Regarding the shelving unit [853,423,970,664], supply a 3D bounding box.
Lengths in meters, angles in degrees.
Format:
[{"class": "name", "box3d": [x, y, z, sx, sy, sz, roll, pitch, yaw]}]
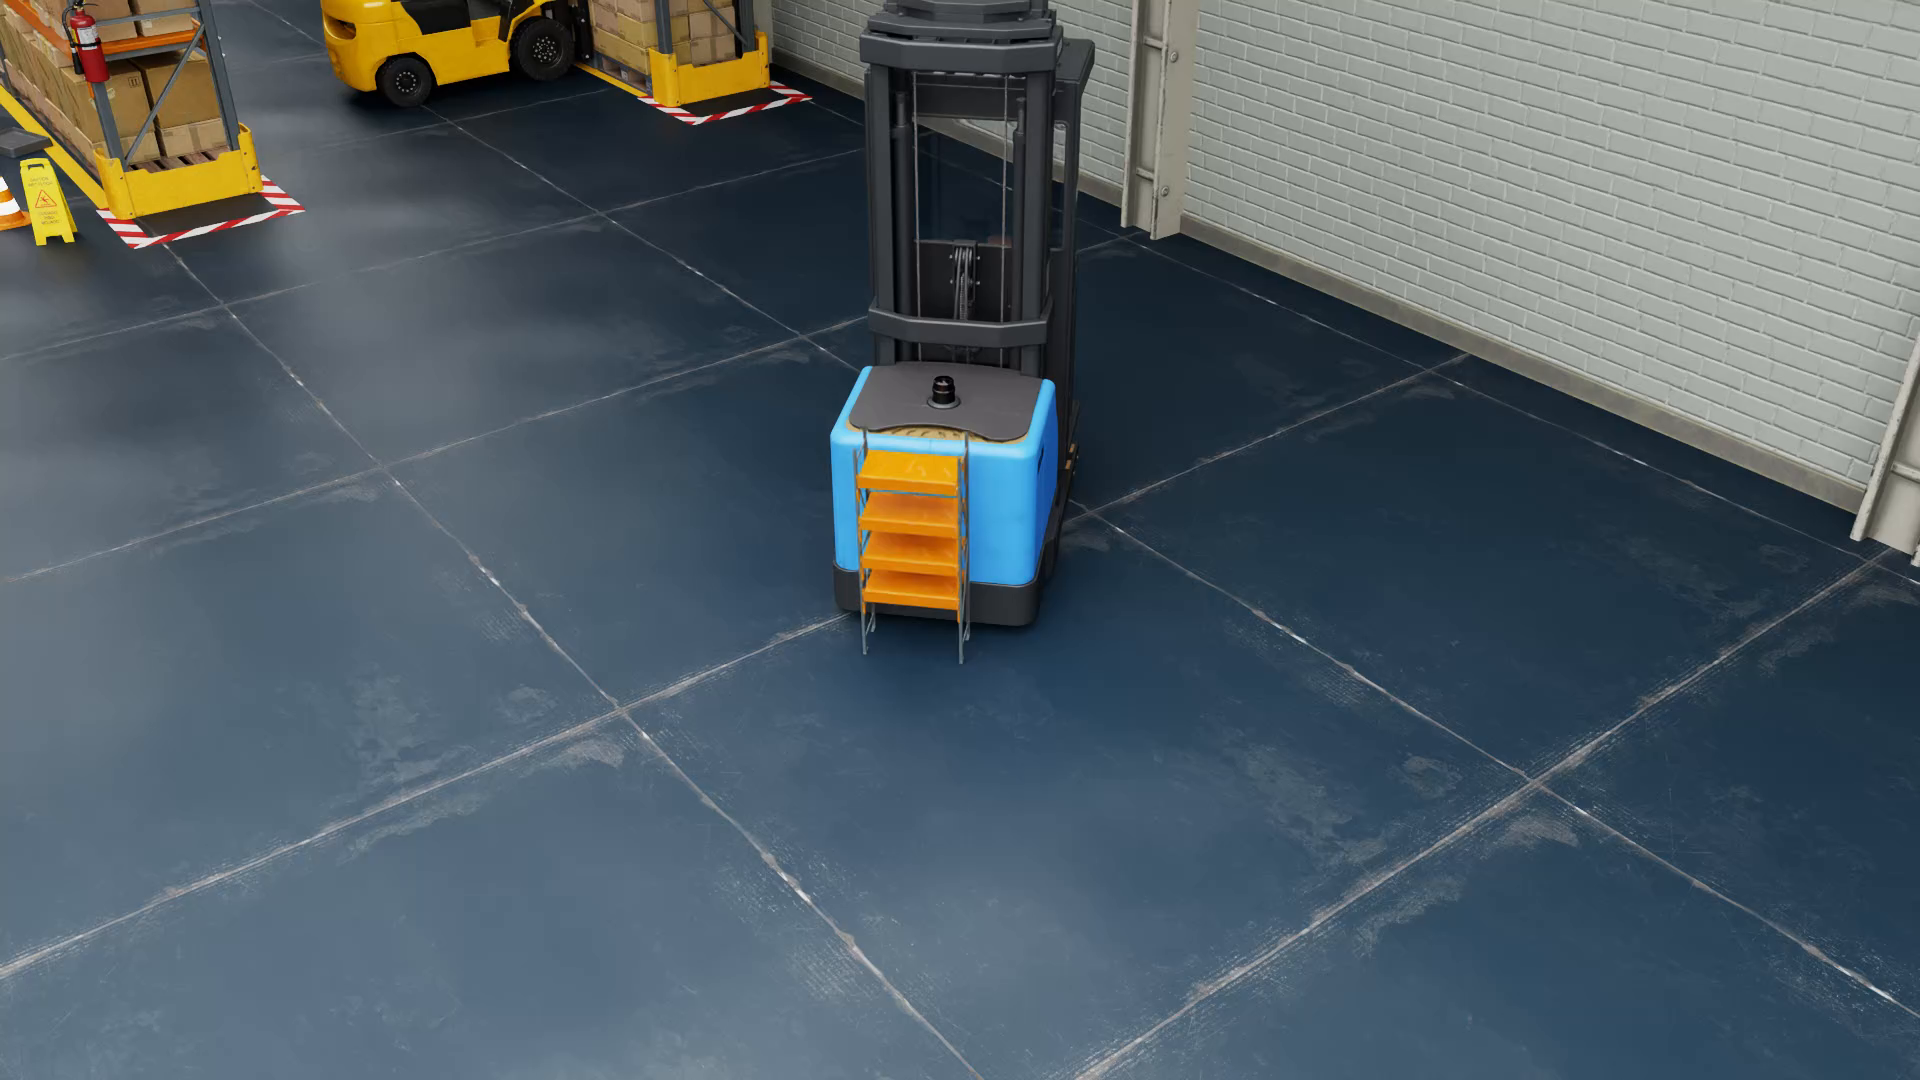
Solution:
[{"class": "shelving unit", "box3d": [-0.222, 0.033, 8.047, 0.503, 1.200, 0.258, 5, 35, 8]}]

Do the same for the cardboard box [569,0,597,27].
[{"class": "cardboard box", "box3d": [-3.619, -5.421, 16.870, 0.500, 0.250, 0.500, -23, 39, -32]}]

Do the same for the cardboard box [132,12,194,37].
[{"class": "cardboard box", "box3d": [-6.405, -4.170, 13.360, 0.380, 0.149, 0.250, -22, 38, -31]}]

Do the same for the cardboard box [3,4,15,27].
[{"class": "cardboard box", "box3d": [-8.318, -4.722, 14.892, 0.380, 0.149, 0.250, -21, 37, -30]}]

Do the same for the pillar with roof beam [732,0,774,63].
[{"class": "pillar with roof beam", "box3d": [-5.557, -7.414, 12.657, 9.100, 9.000, 0.400, -22, 38, -31]}]

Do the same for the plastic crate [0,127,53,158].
[{"class": "plastic crate", "box3d": [-8.498, -3.576, 14.931, 0.583, 0.080, 0.402, 18, 36, 27]}]

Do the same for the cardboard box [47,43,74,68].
[{"class": "cardboard box", "box3d": [-7.335, -4.054, 13.816, 0.380, 0.149, 0.250, -21, 38, -30]}]

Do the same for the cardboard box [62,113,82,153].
[{"class": "cardboard box", "box3d": [-7.379, -3.547, 14.326, 0.500, 0.250, 0.500, -22, 38, -31]}]

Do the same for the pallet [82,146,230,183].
[{"class": "pallet", "box3d": [-6.877, -3.266, 14.308, 1.003, 0.211, 1.213, -22, 38, -31]}]

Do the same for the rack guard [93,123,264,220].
[{"class": "rack guard", "box3d": [-6.406, -3.038, 13.668, 1.175, 0.500, 0.348, -22, 38, -31]}]

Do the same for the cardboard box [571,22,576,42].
[{"class": "cardboard box", "box3d": [-3.912, -5.411, 17.327, 0.500, 0.250, 0.500, -21, 38, -30]}]

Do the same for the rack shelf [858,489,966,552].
[{"class": "rack shelf", "box3d": [-0.223, -0.095, 7.959, 0.480, 0.148, 0.258, 5, 35, 8]}]

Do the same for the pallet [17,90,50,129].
[{"class": "pallet", "box3d": [-8.373, -4.283, 15.945, 1.003, 0.211, 1.213, -22, 38, -31]}]

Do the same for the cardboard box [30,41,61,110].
[{"class": "cardboard box", "box3d": [-7.684, -4.076, 14.467, 0.500, 0.500, 0.500, -23, 39, -32]}]

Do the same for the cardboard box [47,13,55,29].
[{"class": "cardboard box", "box3d": [-7.141, -4.232, 13.459, 0.380, 0.149, 0.250, -23, 39, -32]}]

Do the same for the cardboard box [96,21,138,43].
[{"class": "cardboard box", "box3d": [-6.758, -4.049, 13.164, 0.380, 0.149, 0.250, -21, 37, -30]}]

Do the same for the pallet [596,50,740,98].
[{"class": "pallet", "box3d": [-2.943, -4.797, 16.773, 1.003, 0.211, 1.213, -22, 38, -31]}]

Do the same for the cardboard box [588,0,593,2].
[{"class": "cardboard box", "box3d": [-3.605, -5.620, 16.716, 0.500, 0.250, 0.500, -22, 38, -31]}]

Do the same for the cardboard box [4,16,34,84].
[{"class": "cardboard box", "box3d": [-8.327, -4.512, 15.169, 0.500, 0.500, 0.500, -21, 37, -30]}]

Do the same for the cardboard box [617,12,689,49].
[{"class": "cardboard box", "box3d": [-2.987, -5.000, 16.192, 0.500, 0.250, 0.500, -23, 38, -32]}]

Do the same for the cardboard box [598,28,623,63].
[{"class": "cardboard box", "box3d": [-3.276, -4.990, 16.650, 0.500, 0.250, 0.500, -22, 38, -31]}]

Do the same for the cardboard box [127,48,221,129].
[{"class": "cardboard box", "box3d": [-6.651, -3.833, 14.076, 0.500, 0.500, 0.500, -24, 39, -33]}]

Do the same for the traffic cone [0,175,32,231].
[{"class": "traffic cone", "box3d": [-7.642, -2.753, 13.244, 0.336, 0.463, 0.334, -22, 38, -31]}]

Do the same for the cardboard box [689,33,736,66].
[{"class": "cardboard box", "box3d": [-2.588, -4.954, 16.592, 0.500, 0.250, 0.500, -22, 38, -31]}]

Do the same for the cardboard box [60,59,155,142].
[{"class": "cardboard box", "box3d": [-7.057, -3.647, 13.776, 0.500, 0.500, 0.500, -22, 38, -31]}]

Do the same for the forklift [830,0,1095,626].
[{"class": "forklift", "box3d": [0.105, -1.573, 9.005, 1.130, 2.935, 3.031, 5, 32, 8]}]

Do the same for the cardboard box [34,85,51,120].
[{"class": "cardboard box", "box3d": [-8.000, -3.974, 15.013, 0.500, 0.250, 0.500, -23, 38, -32]}]

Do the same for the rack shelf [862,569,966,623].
[{"class": "rack shelf", "box3d": [-0.219, 0.252, 8.198, 0.480, 0.148, 0.258, 5, 35, 8]}]

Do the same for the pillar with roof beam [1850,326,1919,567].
[{"class": "pillar with roof beam", "box3d": [1.802, -2.412, 4.605, 9.100, 9.000, 0.400, -22, 38, -31]}]

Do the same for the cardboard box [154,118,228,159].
[{"class": "cardboard box", "box3d": [-6.636, -3.505, 14.258, 0.500, 0.250, 0.500, -23, 38, -32]}]

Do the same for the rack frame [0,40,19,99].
[{"class": "rack frame", "box3d": [-8.813, -5.736, 15.642, 1.000, 3.000, 0.127, -22, 38, -31]}]

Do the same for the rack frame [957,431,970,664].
[{"class": "rack frame", "box3d": [0.019, 0.054, 8.013, 0.015, 1.200, 0.240, 5, 35, 8]}]

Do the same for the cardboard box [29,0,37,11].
[{"class": "cardboard box", "box3d": [-7.598, -4.559, 13.985, 0.380, 0.149, 0.250, -23, 38, -32]}]

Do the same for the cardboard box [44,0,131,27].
[{"class": "cardboard box", "box3d": [-6.910, -4.374, 13.074, 0.500, 0.500, 0.500, -23, 39, -32]}]

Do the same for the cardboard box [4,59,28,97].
[{"class": "cardboard box", "box3d": [-8.664, -4.413, 15.720, 0.500, 0.250, 0.500, -24, 39, -33]}]

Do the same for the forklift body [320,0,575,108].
[{"class": "forklift body", "box3d": [-5.045, -5.516, 16.092, 2.313, 2.155, 1.214, -22, 38, -31]}]

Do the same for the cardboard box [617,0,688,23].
[{"class": "cardboard box", "box3d": [-2.970, -5.202, 16.043, 0.500, 0.250, 0.500, -21, 37, -30]}]

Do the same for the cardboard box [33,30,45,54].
[{"class": "cardboard box", "box3d": [-7.647, -4.270, 14.165, 0.380, 0.149, 0.250, -21, 37, -29]}]
